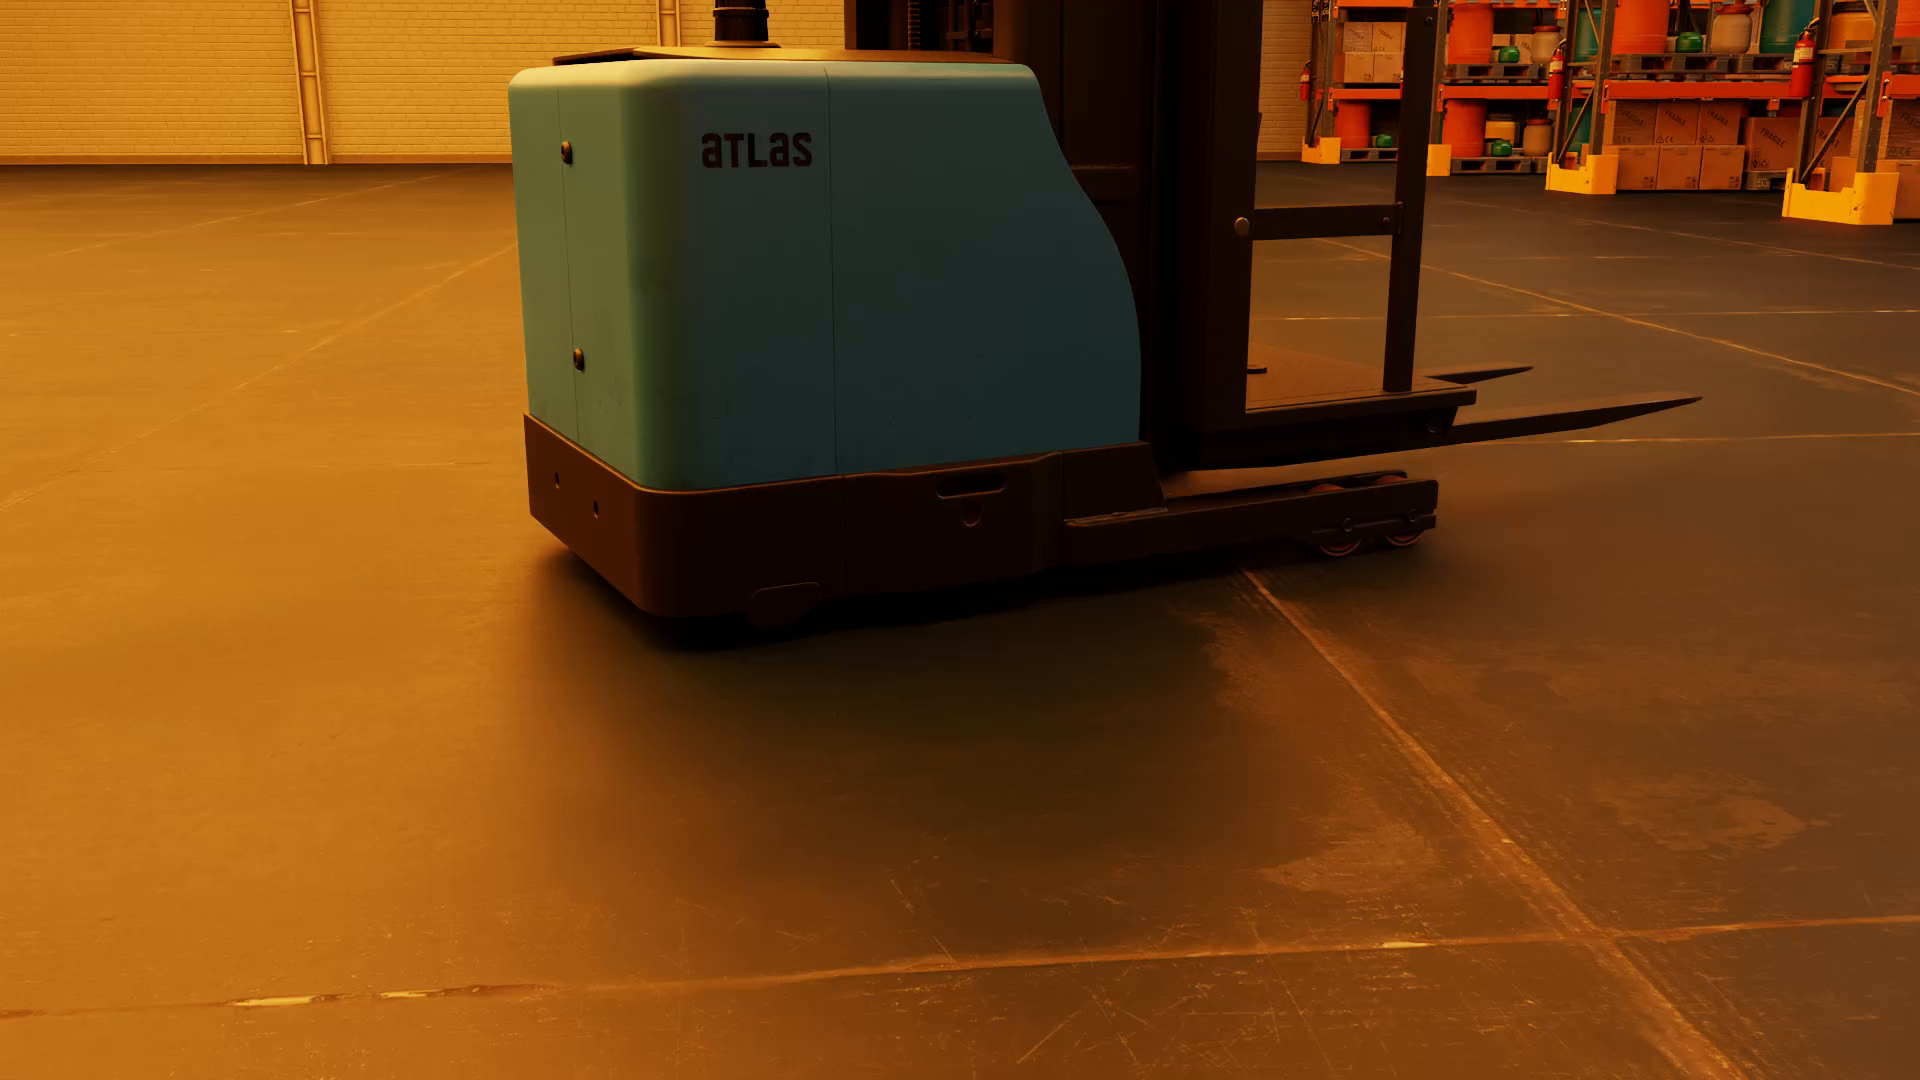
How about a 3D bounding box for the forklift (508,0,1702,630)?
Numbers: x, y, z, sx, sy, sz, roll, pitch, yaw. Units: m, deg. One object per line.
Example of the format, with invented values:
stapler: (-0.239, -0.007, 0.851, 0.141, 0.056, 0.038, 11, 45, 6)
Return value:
forklift: (0.538, -1.490, 3.837, 3.031, 2.935, 1.130, -8, 17, -27)
